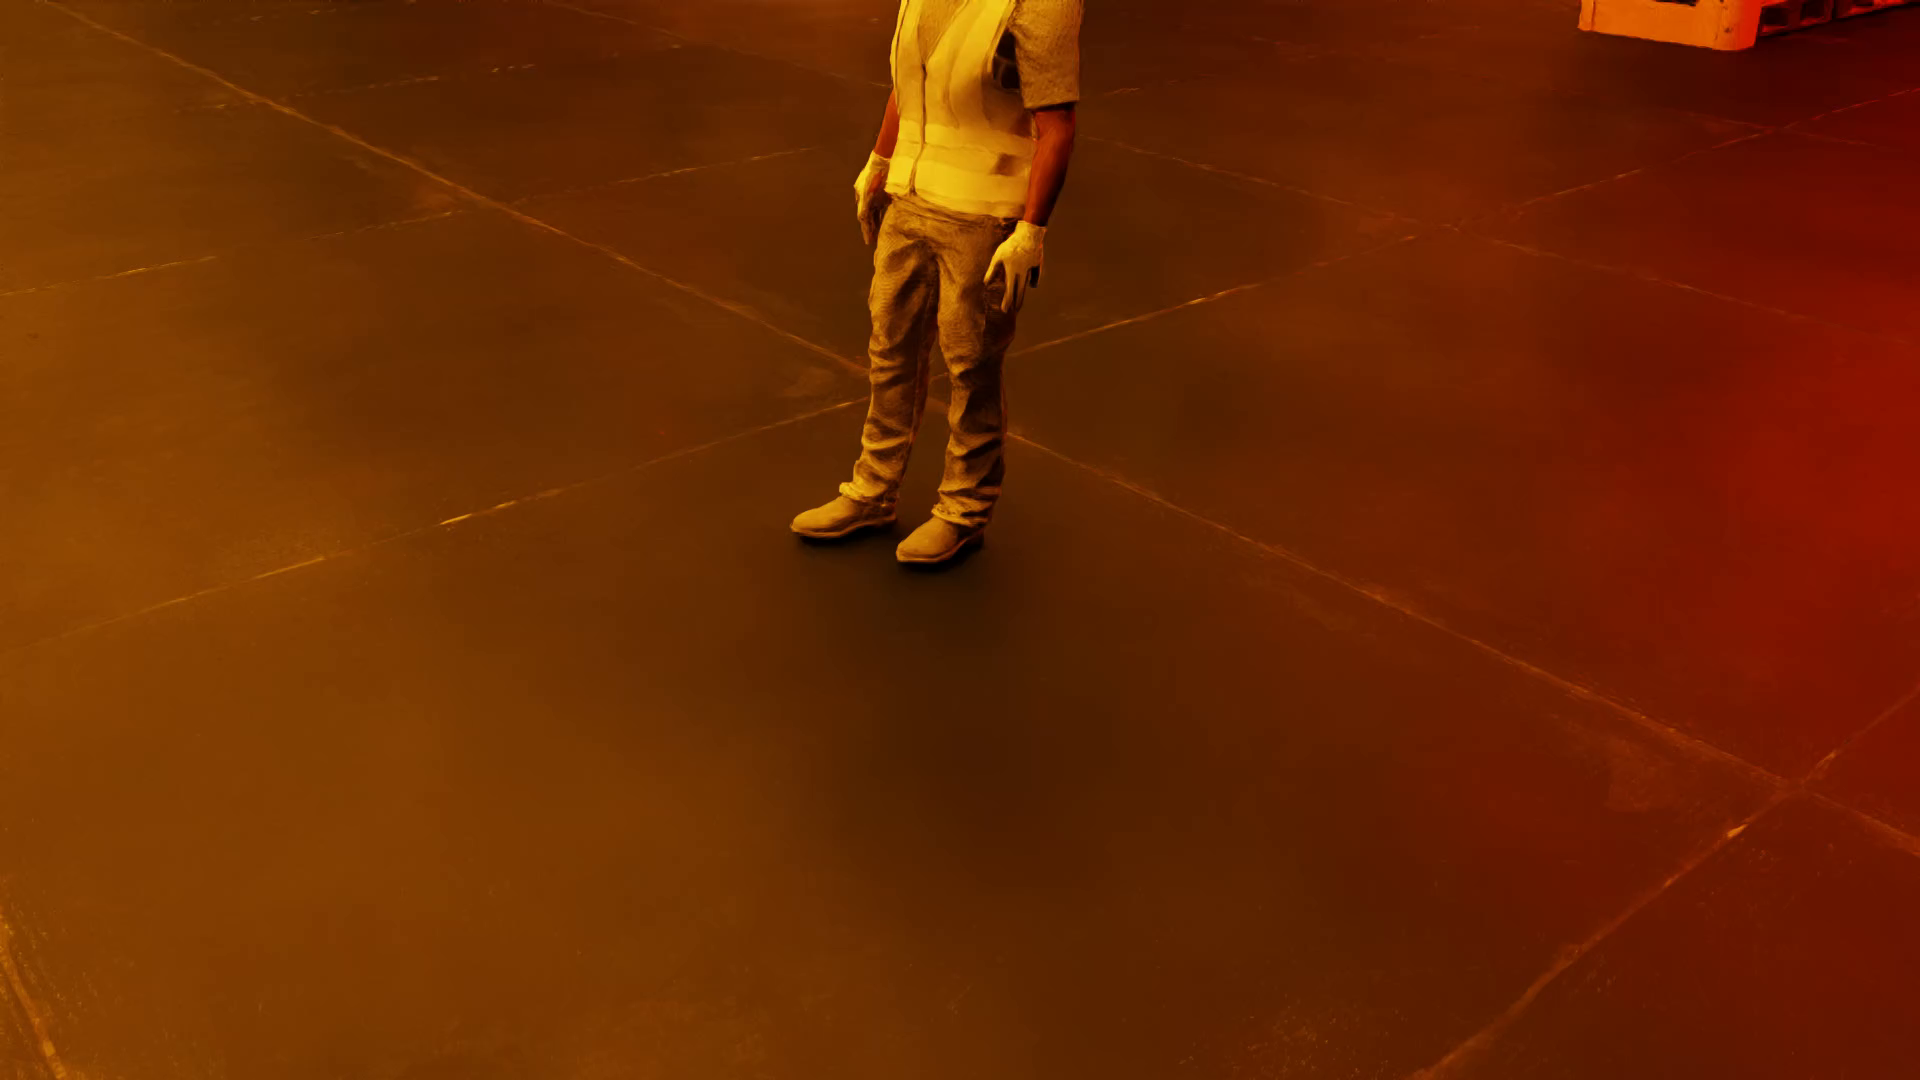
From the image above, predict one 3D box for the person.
[{"bbox_3d":[-0.060,-0.787,4.066,0.576,1.782,0.655,-20,33,-35],"label":"person"}]
